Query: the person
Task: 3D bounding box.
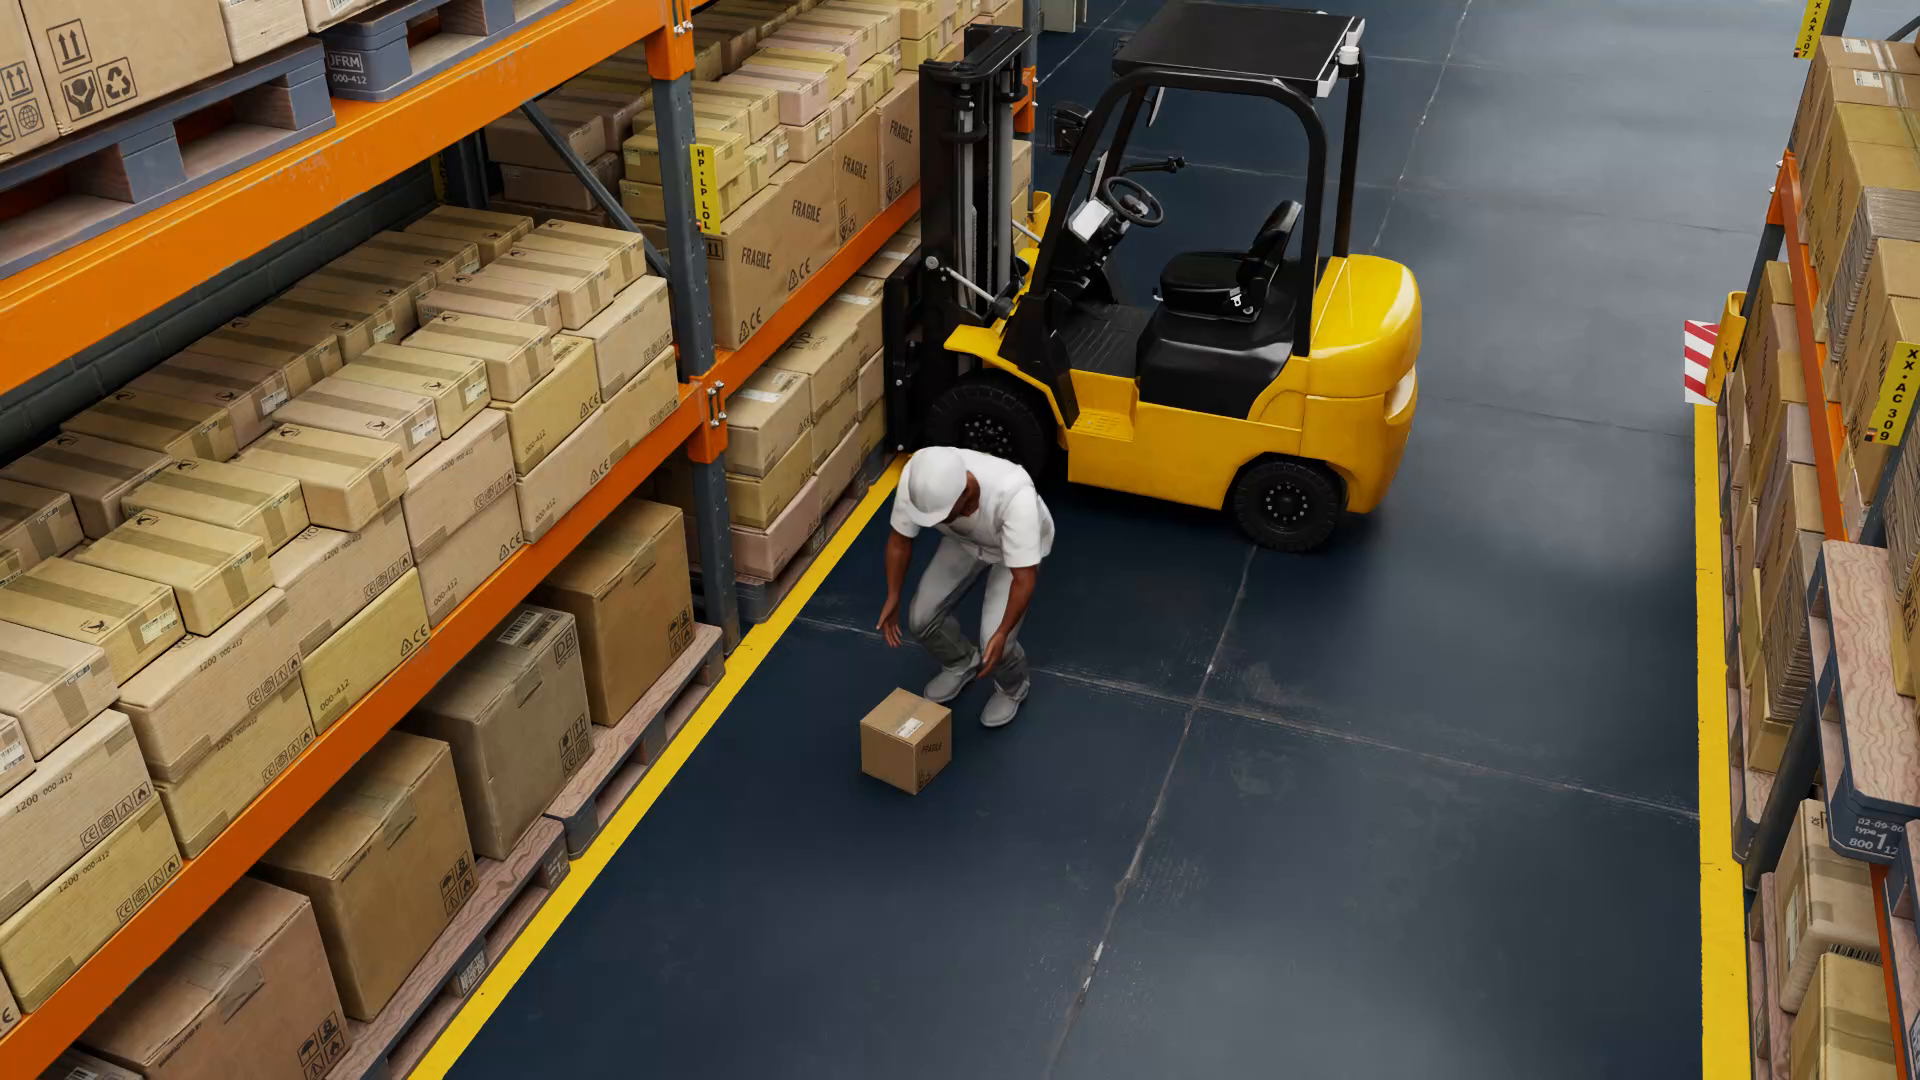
[{"bbox_3d":[0.067,0.125,6.318,0.631,1.340,0.792,20,38,27],"label":"person"}]
